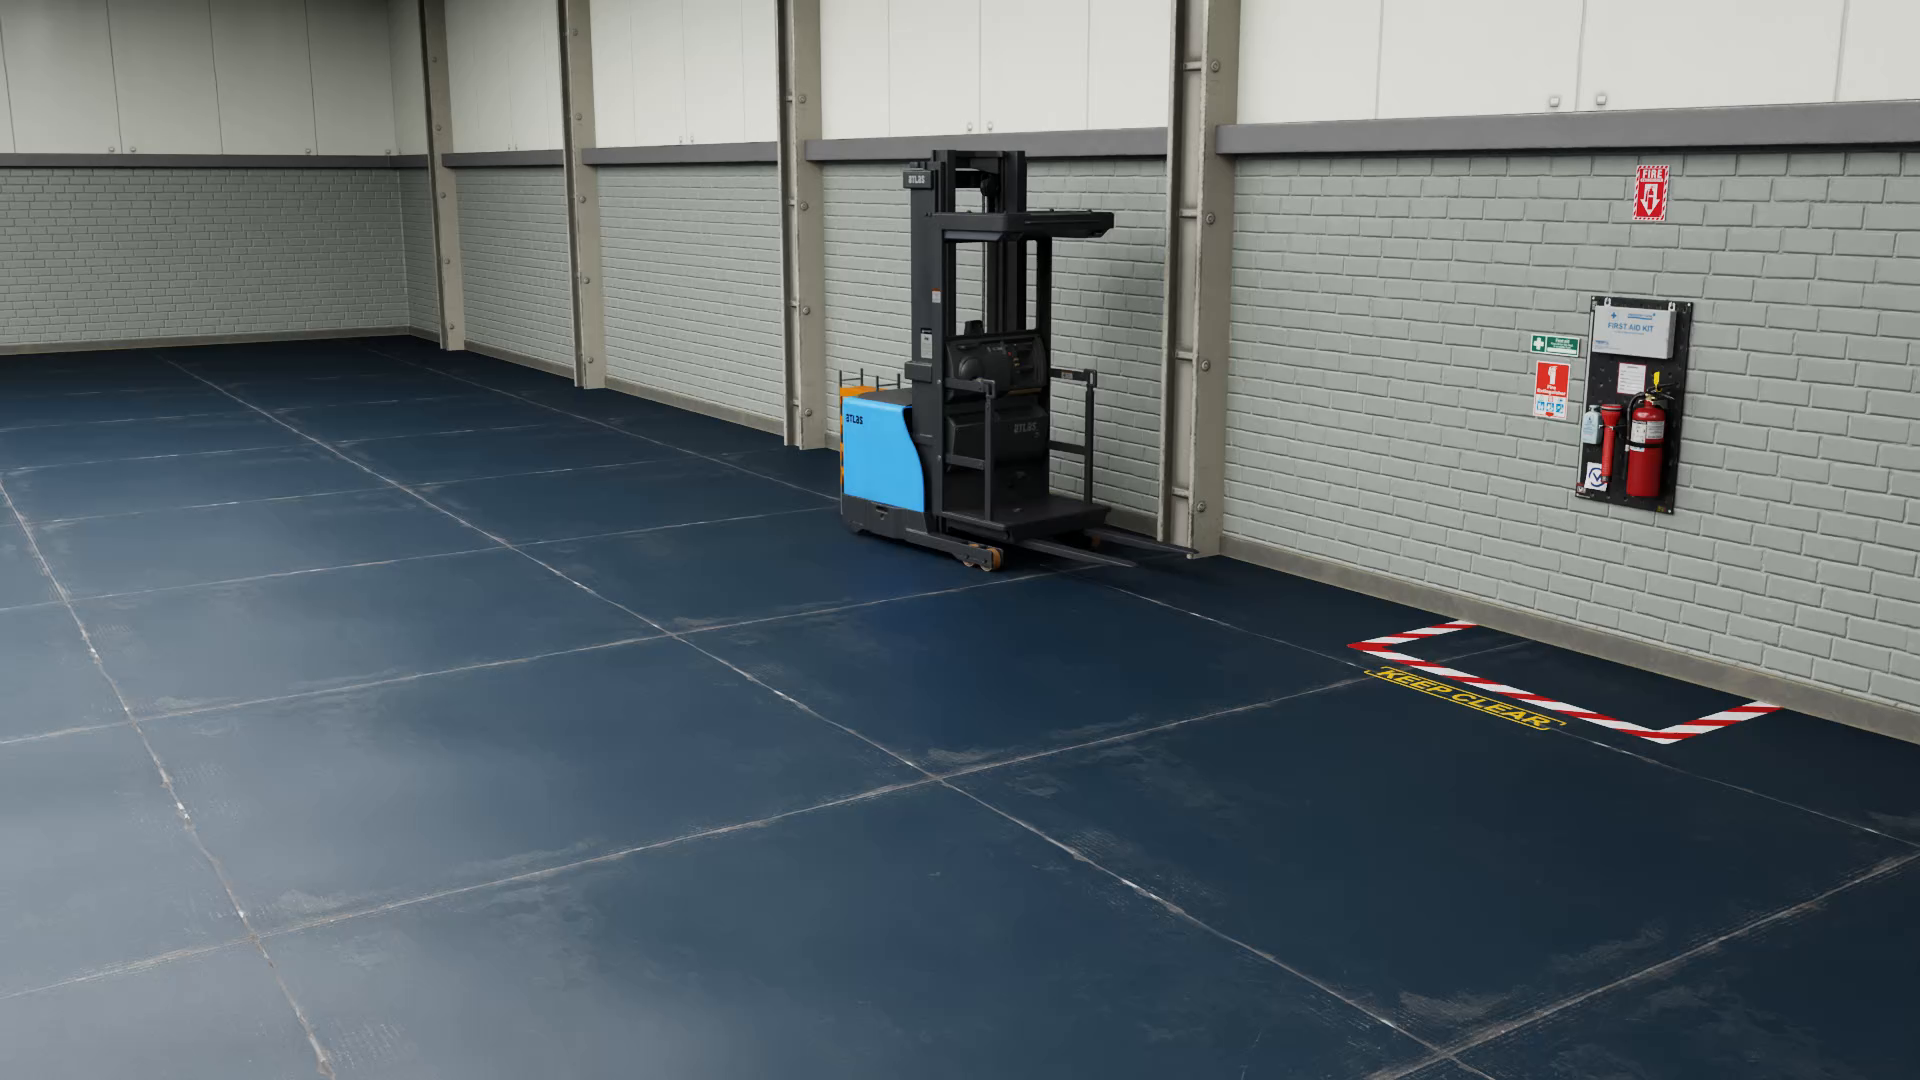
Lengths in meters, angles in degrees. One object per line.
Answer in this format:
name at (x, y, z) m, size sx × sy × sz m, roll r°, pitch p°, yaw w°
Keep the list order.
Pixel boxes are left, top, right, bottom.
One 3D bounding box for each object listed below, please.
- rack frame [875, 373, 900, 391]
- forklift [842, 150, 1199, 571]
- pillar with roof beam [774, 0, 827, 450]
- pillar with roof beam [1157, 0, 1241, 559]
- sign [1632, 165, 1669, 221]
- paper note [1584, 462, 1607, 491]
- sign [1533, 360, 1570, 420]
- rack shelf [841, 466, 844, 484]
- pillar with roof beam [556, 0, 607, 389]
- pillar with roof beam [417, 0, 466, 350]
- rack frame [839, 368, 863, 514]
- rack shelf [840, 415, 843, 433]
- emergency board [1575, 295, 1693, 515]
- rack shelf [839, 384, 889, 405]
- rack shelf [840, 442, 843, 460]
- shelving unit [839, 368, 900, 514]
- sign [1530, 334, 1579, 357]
rack frame at (-0.577, -0.737, 13.421) m, size 0.240 × 1.200 × 0.015 m, roll -10°, pitch 16°, yaw -40°
forklift at (0.410, -1.330, 12.082) m, size 1.130 × 2.935 × 3.031 m, roll -10°, pitch 16°, yaw -40°
pillar with roof beam at (-5.190, -4.867, 14.053) m, size 9.100 × 9.000 × 0.400 m, roll -8°, pitch 15°, yaw -33°
pillar with roof beam at (-1.866, -3.800, 9.174) m, size 9.100 × 9.000 × 0.400 m, roll -8°, pitch 15°, yaw -33°
sign at (3.784, -1.901, 9.108) m, size 0.001 × 0.298 × 0.199 m, roll -8°, pitch 15°, yaw -33°
paper note at (3.664, -0.365, 9.571) m, size 0.016 × 0.148 × 0.142 m, roll -8°, pitch 15°, yaw -33°
sign at (3.485, -0.884, 9.797) m, size 0.001 × 0.329 × 0.234 m, roll -8°, pitch 15°, yaw -33°
rack shelf at (-0.736, -0.516, 13.659) m, size 0.258 × 0.148 × 0.480 m, roll -10°, pitch 16°, yaw -40°
pillar with roof beam at (-8.514, -5.934, 18.933) m, size 9.100 × 9.000 × 0.400 m, roll -8°, pitch 15°, yaw -33°
pillar with roof beam at (-11.838, -7.001, 23.812) m, size 9.100 × 9.000 × 0.400 m, roll -8°, pitch 15°, yaw -33°
rack frame at (-0.895, -0.816, 13.783) m, size 0.240 × 1.200 × 0.015 m, roll -10°, pitch 16°, yaw -40°
rack shelf at (-0.736, -0.929, 13.569) m, size 0.258 × 0.148 × 0.480 m, roll -10°, pitch 16°, yaw -40°
emergency board at (3.705, -0.756, 9.295) m, size 0.194 × 1.169 × 0.643 m, roll -8°, pitch 15°, yaw -33°
rack shelf at (-0.736, -1.160, 13.518) m, size 0.258 × 0.148 × 0.480 m, roll -10°, pitch 16°, yaw -40°
rack shelf at (-0.736, -0.710, 13.617) m, size 0.258 × 0.148 × 0.480 m, roll -10°, pitch 16°, yaw -40°
shelving unit at (-0.736, -0.776, 13.602) m, size 0.258 × 1.200 × 0.503 m, roll -10°, pitch 16°, yaw -40°
sign at (3.480, -1.141, 9.732) m, size 0.001 × 0.109 × 0.331 m, roll -8°, pitch 15°, yaw -33°
